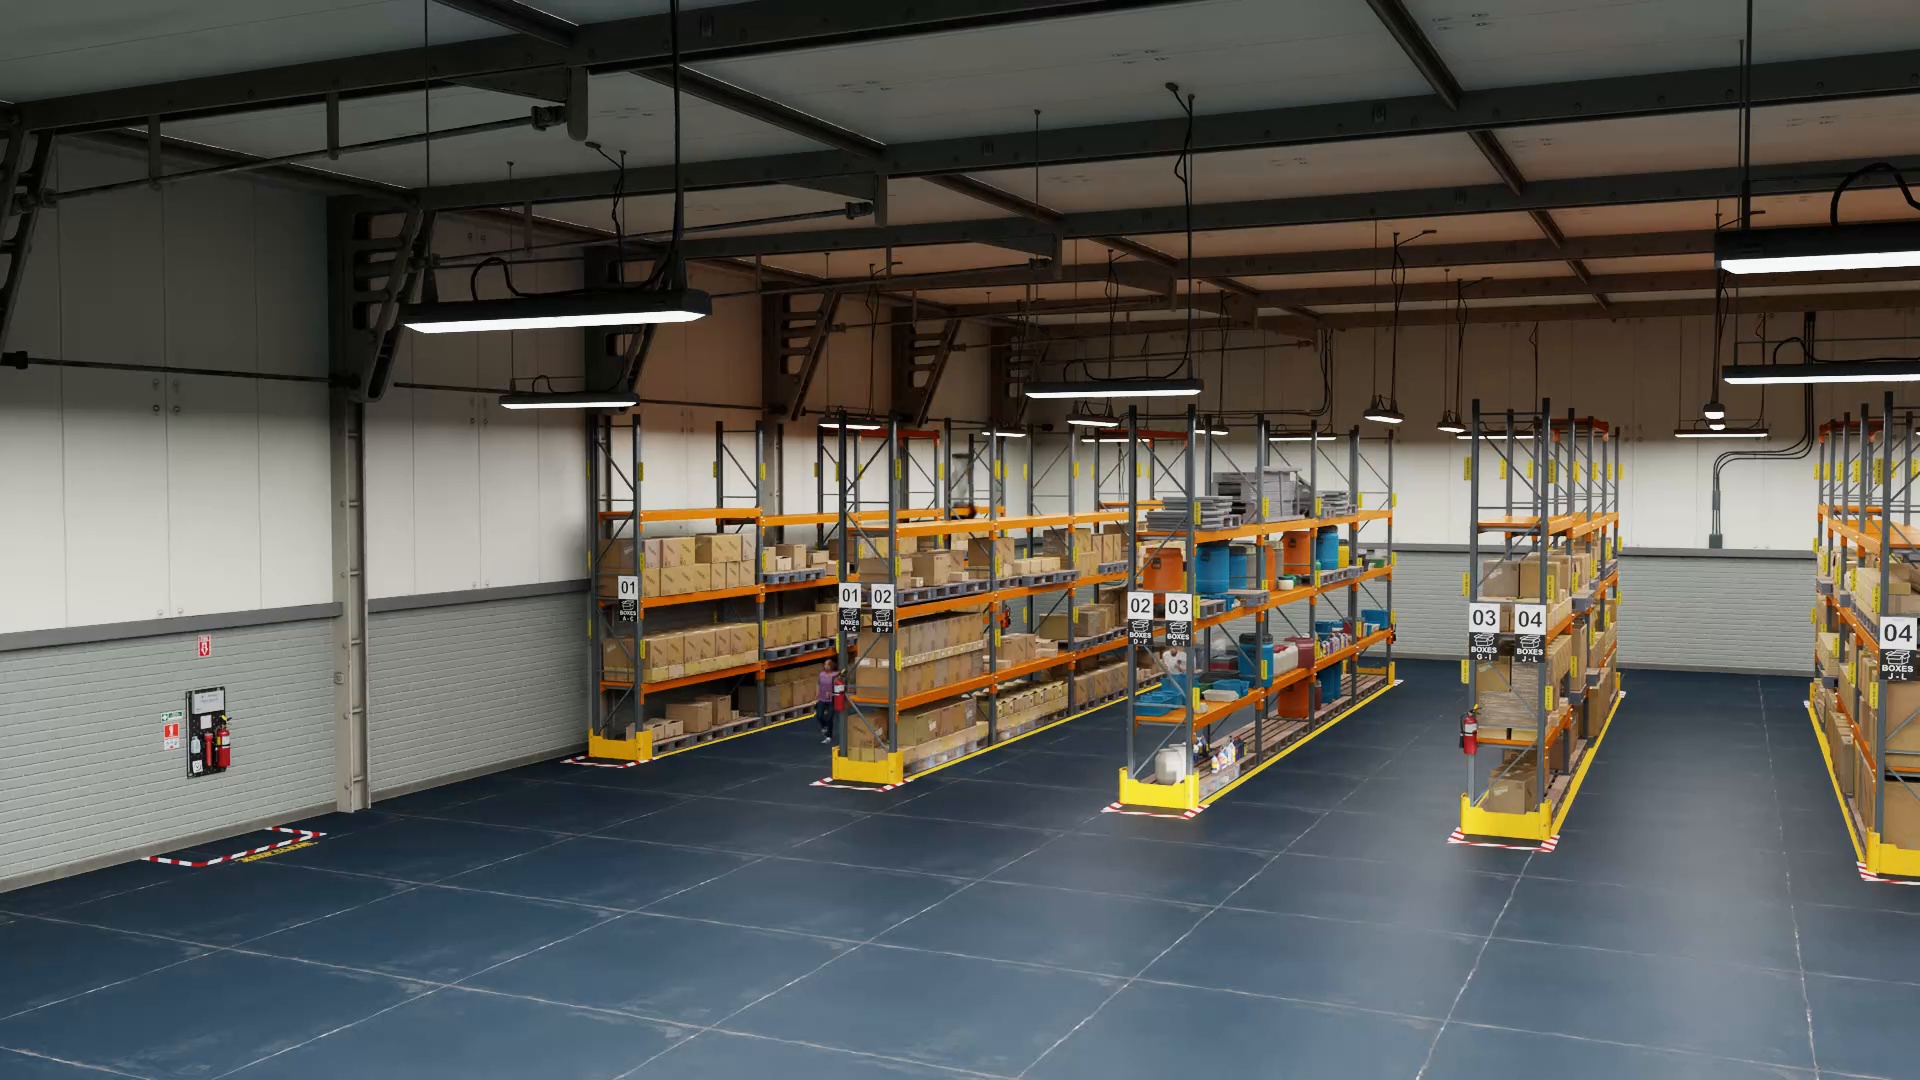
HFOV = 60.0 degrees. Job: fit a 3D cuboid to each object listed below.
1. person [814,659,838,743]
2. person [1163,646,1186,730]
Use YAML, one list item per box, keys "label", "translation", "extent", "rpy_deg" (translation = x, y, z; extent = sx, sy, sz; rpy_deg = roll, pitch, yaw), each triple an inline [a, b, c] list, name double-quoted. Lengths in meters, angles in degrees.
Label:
- label: "person"
  translation: [-2.452, 2.967, 30.559]
  extent: [0.537, 1.553, 0.537]
  rpy_deg: [1, 2, 15]
- label: "person"
  translation: [4.247, 2.815, 32.478]
  extent: [0.650, 1.781, 0.949]
  rpy_deg: [1, 2, 20]
